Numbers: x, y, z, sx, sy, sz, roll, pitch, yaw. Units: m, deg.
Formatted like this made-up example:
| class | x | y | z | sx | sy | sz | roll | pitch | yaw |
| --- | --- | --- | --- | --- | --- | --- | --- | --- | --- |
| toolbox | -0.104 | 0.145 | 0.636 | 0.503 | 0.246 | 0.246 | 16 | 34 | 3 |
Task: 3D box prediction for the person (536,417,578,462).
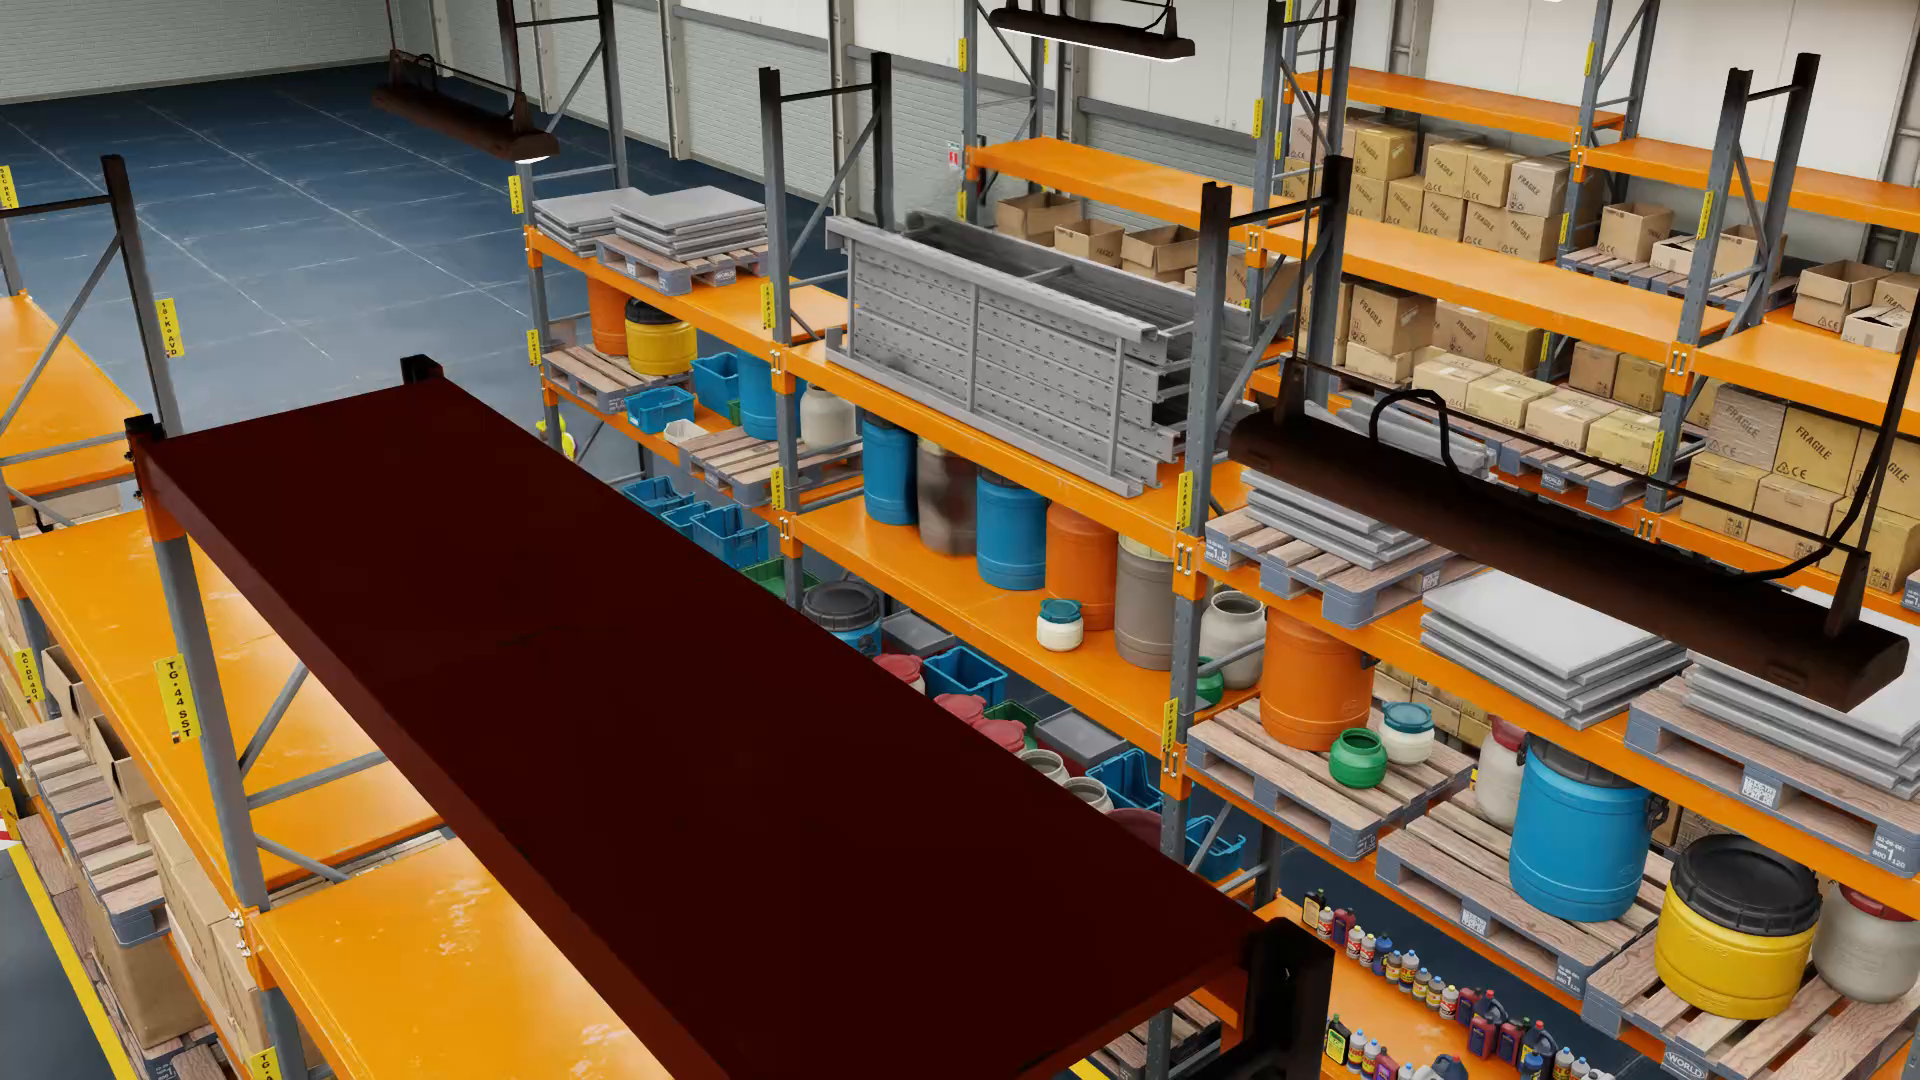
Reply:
| class | x | y | z | sx | sy | sz | roll | pitch | yaw |
| --- | --- | --- | --- | --- | --- | --- | --- | --- | --- |
| person | -4.130 | -0.514 | 17.350 | 0.723 | 1.723 | 0.738 | -2 | 26 | -4 |
